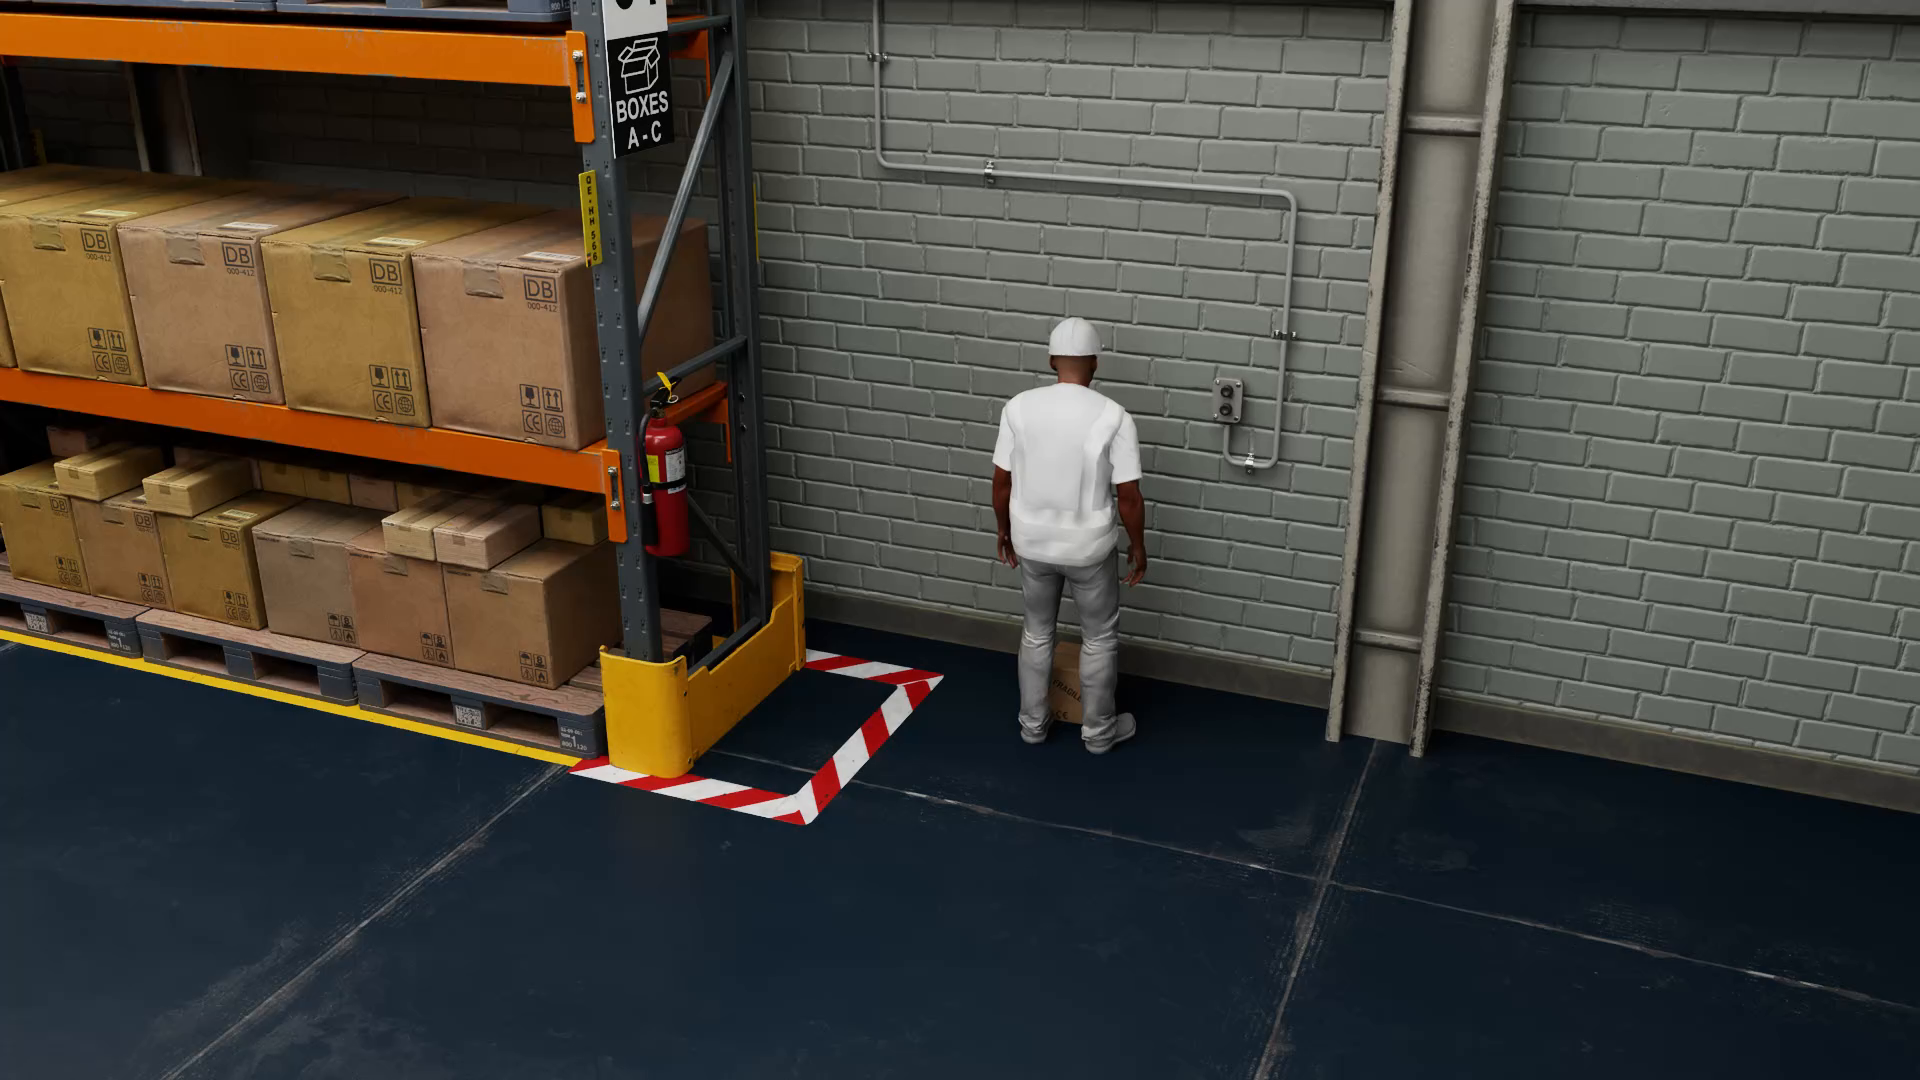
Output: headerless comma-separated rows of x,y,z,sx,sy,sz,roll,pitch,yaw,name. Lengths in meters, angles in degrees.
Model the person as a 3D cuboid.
0.436,-0.005,6.579,0.627,1.760,0.460,9,24,20,person
